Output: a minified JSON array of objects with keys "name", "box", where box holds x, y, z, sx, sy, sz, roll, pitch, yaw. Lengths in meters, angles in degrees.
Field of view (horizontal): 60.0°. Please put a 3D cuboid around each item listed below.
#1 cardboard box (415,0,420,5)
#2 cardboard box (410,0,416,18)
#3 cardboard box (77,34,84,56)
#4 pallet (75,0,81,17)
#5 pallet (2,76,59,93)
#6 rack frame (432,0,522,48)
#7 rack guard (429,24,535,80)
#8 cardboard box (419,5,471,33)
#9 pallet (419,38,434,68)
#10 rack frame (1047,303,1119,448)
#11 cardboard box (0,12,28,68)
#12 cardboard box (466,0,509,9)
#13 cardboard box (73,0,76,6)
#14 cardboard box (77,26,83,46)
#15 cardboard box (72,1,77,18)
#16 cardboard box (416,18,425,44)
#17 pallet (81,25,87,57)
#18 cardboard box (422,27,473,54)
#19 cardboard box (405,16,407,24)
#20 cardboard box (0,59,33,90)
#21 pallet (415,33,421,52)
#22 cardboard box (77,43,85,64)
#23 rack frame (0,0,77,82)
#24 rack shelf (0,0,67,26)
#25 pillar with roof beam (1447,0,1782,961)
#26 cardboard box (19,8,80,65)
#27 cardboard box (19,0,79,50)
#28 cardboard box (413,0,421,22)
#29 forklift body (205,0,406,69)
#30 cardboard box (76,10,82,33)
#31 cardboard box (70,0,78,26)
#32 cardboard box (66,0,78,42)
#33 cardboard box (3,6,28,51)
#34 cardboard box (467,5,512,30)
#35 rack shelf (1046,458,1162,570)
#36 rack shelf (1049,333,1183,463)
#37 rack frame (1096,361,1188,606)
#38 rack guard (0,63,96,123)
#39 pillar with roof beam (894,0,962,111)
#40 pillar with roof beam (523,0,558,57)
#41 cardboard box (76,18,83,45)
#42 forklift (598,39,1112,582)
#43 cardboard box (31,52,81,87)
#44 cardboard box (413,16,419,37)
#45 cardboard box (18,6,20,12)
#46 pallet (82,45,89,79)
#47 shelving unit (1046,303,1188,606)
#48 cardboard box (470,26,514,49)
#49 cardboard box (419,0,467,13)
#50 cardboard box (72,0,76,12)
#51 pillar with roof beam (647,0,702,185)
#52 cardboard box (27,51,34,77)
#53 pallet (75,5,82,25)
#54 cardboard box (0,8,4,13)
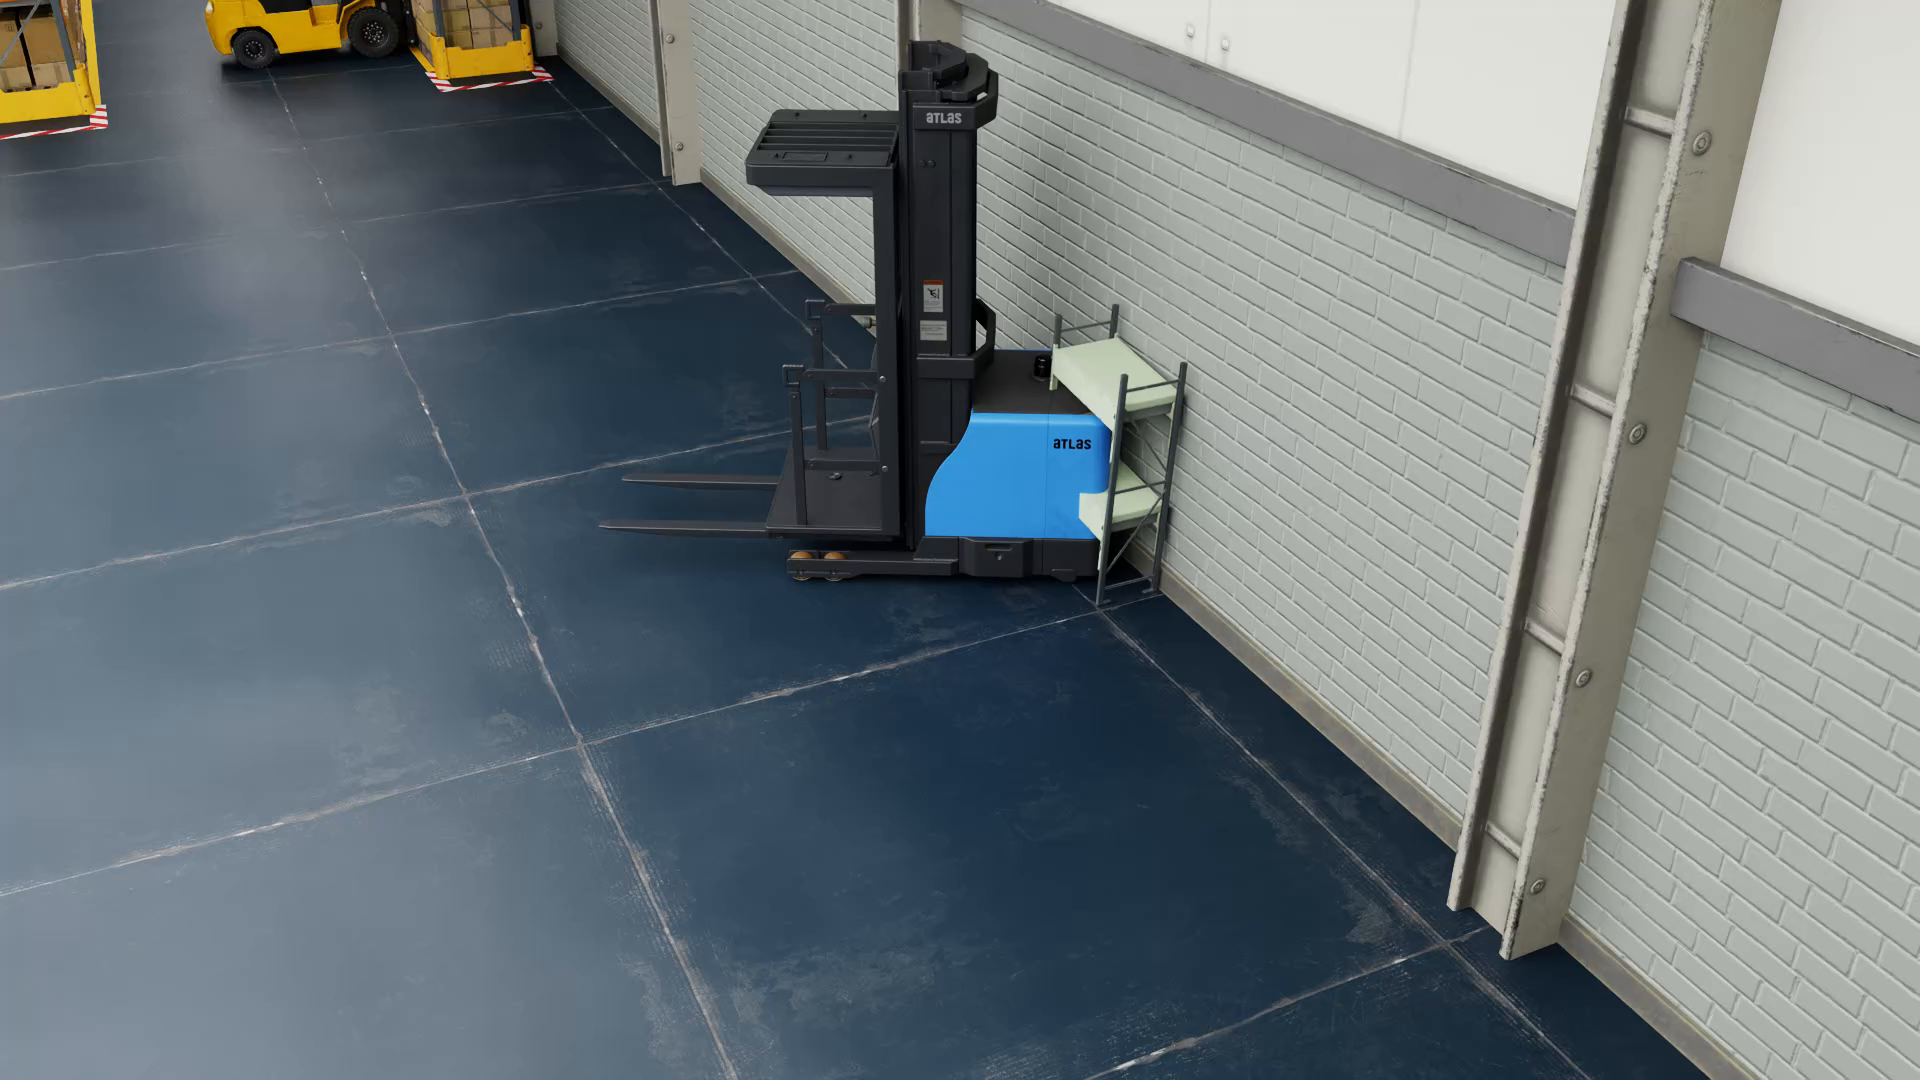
[{"name":"cardboard box","box":[-6.574,-6.881,20.787,0.500,0.250,0.500,-12,32,-21]},{"name":"cardboard box","box":[-6.808,-6.898,21.328,0.500,0.250,0.500,-14,32,-23]},{"name":"cardboard box","box":[-10.906,-5.919,20.093,0.500,0.250,0.500,-11,31,-19]},{"name":"pallet","box":[-12.932,-7.489,23.363,1.003,0.211,1.213,-13,32,-22]},{"name":"pallet","box":[-10.701,-5.239,19.349,1.003,0.211,1.213,-13,32,-22]},{"name":"rack frame","box":[-5.870,-7.099,19.816,1.000,3.000,0.127,-13,32,-22]},{"name":"rack guard","box":[-5.860,-5.998,20.408,1.175,0.500,0.348,-13,32,-22]},{"name":"cardboard box","box":[-6.362,-6.450,20.530,0.500,0.250,0.500,-14,32,-23]},{"name":"pallet","box":[-6.237,-6.212,21.085,1.003,0.211,1.213,-13,32,-22]},{"name":"rack frame","box":[0.684,-0.674,9.748,0.400,1.500,0.023,-13,38,-22]},{"name":"cardboard box","box":[-10.931,-5.665,18.874,0.500,0.500,0.500,-13,32,-22]},{"name":"cardboard box","box":[-5.906,-6.771,20.591,0.500,0.250,0.500,-14,32,-23]},{"name":"cardboard box","box":[-12.608,-7.407,22.623,0.950,0.372,0.625,-11,31,-19]},{"name":"cardboard box","box":[-11.121,-6.142,20.492,0.500,0.250,0.500,-13,32,-21]},{"name":"cardboard box","box":[-11.353,-6.704,20.726,0.500,0.500,0.500,-12,32,-21]},{"name":"cardboard box","box":[-6.562,-6.446,21.033,0.500,0.250,0.500,-13,32,-22]},{"name":"pallet","box":[-11.749,-6.317,21.272,1.003,0.211,1.213,-13,32,-22]},{"name":"cardboard box","box":[-6.357,-6.224,20.638,0.500,0.250,0.500,-13,32,-22]},{"name":"cardboard box","box":[-7.012,-6.893,21.831,0.500,0.250,0.500,-12,31,-20]},{"name":"cardboard box","box":[-10.952,-5.350,19.079,0.500,0.250,0.500,-13,32,-22]},{"name":"pallet","box":[-6.756,-6.750,22.044,1.003,0.211,1.213,-13,32,-22]},{"name":"cardboard box","box":[-10.661,-5.680,19.668,0.500,0.250,0.500,-12,31,-20]},{"name":"rack frame","box":[-10.352,-6.055,17.954,1.000,3.000,0.127,-13,32,-22]},{"name":"rack shelf","box":[-11.210,-6.625,19.706,1.077,0.370,4.000,-13,32,-22]},{"name":"pillar with roof beam","box":[-1.516,-1.357,3.443,9.100,9.000,0.400,-13,32,-22]},{"name":"cardboard box","box":[-10.459,-5.791,19.098,0.500,0.500,0.500,-14,32,-24]},{"name":"cardboard box","box":[-10.688,-6.021,19.508,0.500,0.500,0.500,-14,32,-24]},{"name":"cardboard box","box":[-6.567,-6.674,20.929,0.500,0.250,0.500,-13,32,-22]},{"name":"forklift body","box":[-8.332,-7.183,20.834,2.313,2.155,1.214,-13,32,-22]},{"name":"cardboard box","box":[-11.572,-6.601,21.310,0.500,0.250,0.500,-12,31,-20]},{"name":"cardboard box","box":[-11.133,-6.479,20.325,0.500,0.500,0.500,-11,31,-19]},{"name":"cardboard box","box":[-10.895,-6.244,19.907,0.500,0.500,0.500,-12,32,-21]},{"name":"cardboard box","box":[-11.158,-5.895,19.284,0.500,0.500,0.500,-12,31,-20]},{"name":"cardboard box","box":[-5.885,-6.552,20.712,0.500,0.250,0.500,-12,32,-21]},{"name":"rack shelf","box":[0.827,-0.212,9.664,0.431,0.370,0.720,-13,38,-22]},{"name":"rack shelf","box":[0.857,-0.802,9.258,0.431,0.370,0.720,-13,38,-22]},{"name":"rack frame","box":[0.997,-0.288,9.210,0.400,1.500,0.023,-13,38,-22]},{"name":"rack guard","box":[-10.384,-4.998,18.626,1.175,0.500,0.348,-13,32,-22]},{"name":"pillar with roof beam","box":[-4.092,-4.008,8.169,9.100,9.000,0.400,-13,32,-22]},{"name":"pillar with roof beam","box":[-9.243,-9.309,17.623,9.100,9.000,0.400,-13,32,-22]},{"name":"cardboard box","box":[-11.335,-6.368,20.894,0.500,0.250,0.500,-14,32,-23]},{"name":"forklift","box":[-0.629,-1.293,9.532,3.031,2.935,1.130,1,29,2]},{"name":"cardboard box","box":[-10.448,-5.453,19.263,0.500,0.250,0.500,-13,32,-22]},{"name":"cardboard box","box":[-6.769,-6.669,21.430,0.500,0.250,0.500,-13,32,-21]},{"name":"cardboard box","box":[-11.369,-6.119,19.684,0.500,0.500,0.500,-14,32,-23]},{"name":"pallet","box":[-11.221,-5.777,20.309,1.003,0.211,1.213,-13,32,-22]},{"name":"shelving unit","box":[0.841,-0.481,9.479,0.431,1.500,0.755,-13,38,-22]},{"name":"cardboard box","box":[-5.905,-6.341,20.846,0.500,0.250,0.500,-13,32,-22]},{"name":"cardboard box","box":[-6.350,-6.657,20.387,0.500,0.250,0.500,-12,31,-20]},{"name":"cardboard box","box":[-11.573,-6.928,21.126,0.500,0.500,0.500,-14,32,-23]},{"name":"pillar with roof beam","box":[-6.668,-6.658,12.896,9.100,9.000,0.400,-13,32,-22]},{"name":"cardboard box","box":[-11.157,-5.570,19.471,0.500,0.250,0.500,-13,32,-22]},{"name":"pallet","box":[-12.405,-6.949,22.400,1.003,0.211,1.213,-13,32,-22]},{"name":"cardboard box","box":[-11.150,-6.096,18.980,0.380,0.149,0.250,-12,31,-21]}]
